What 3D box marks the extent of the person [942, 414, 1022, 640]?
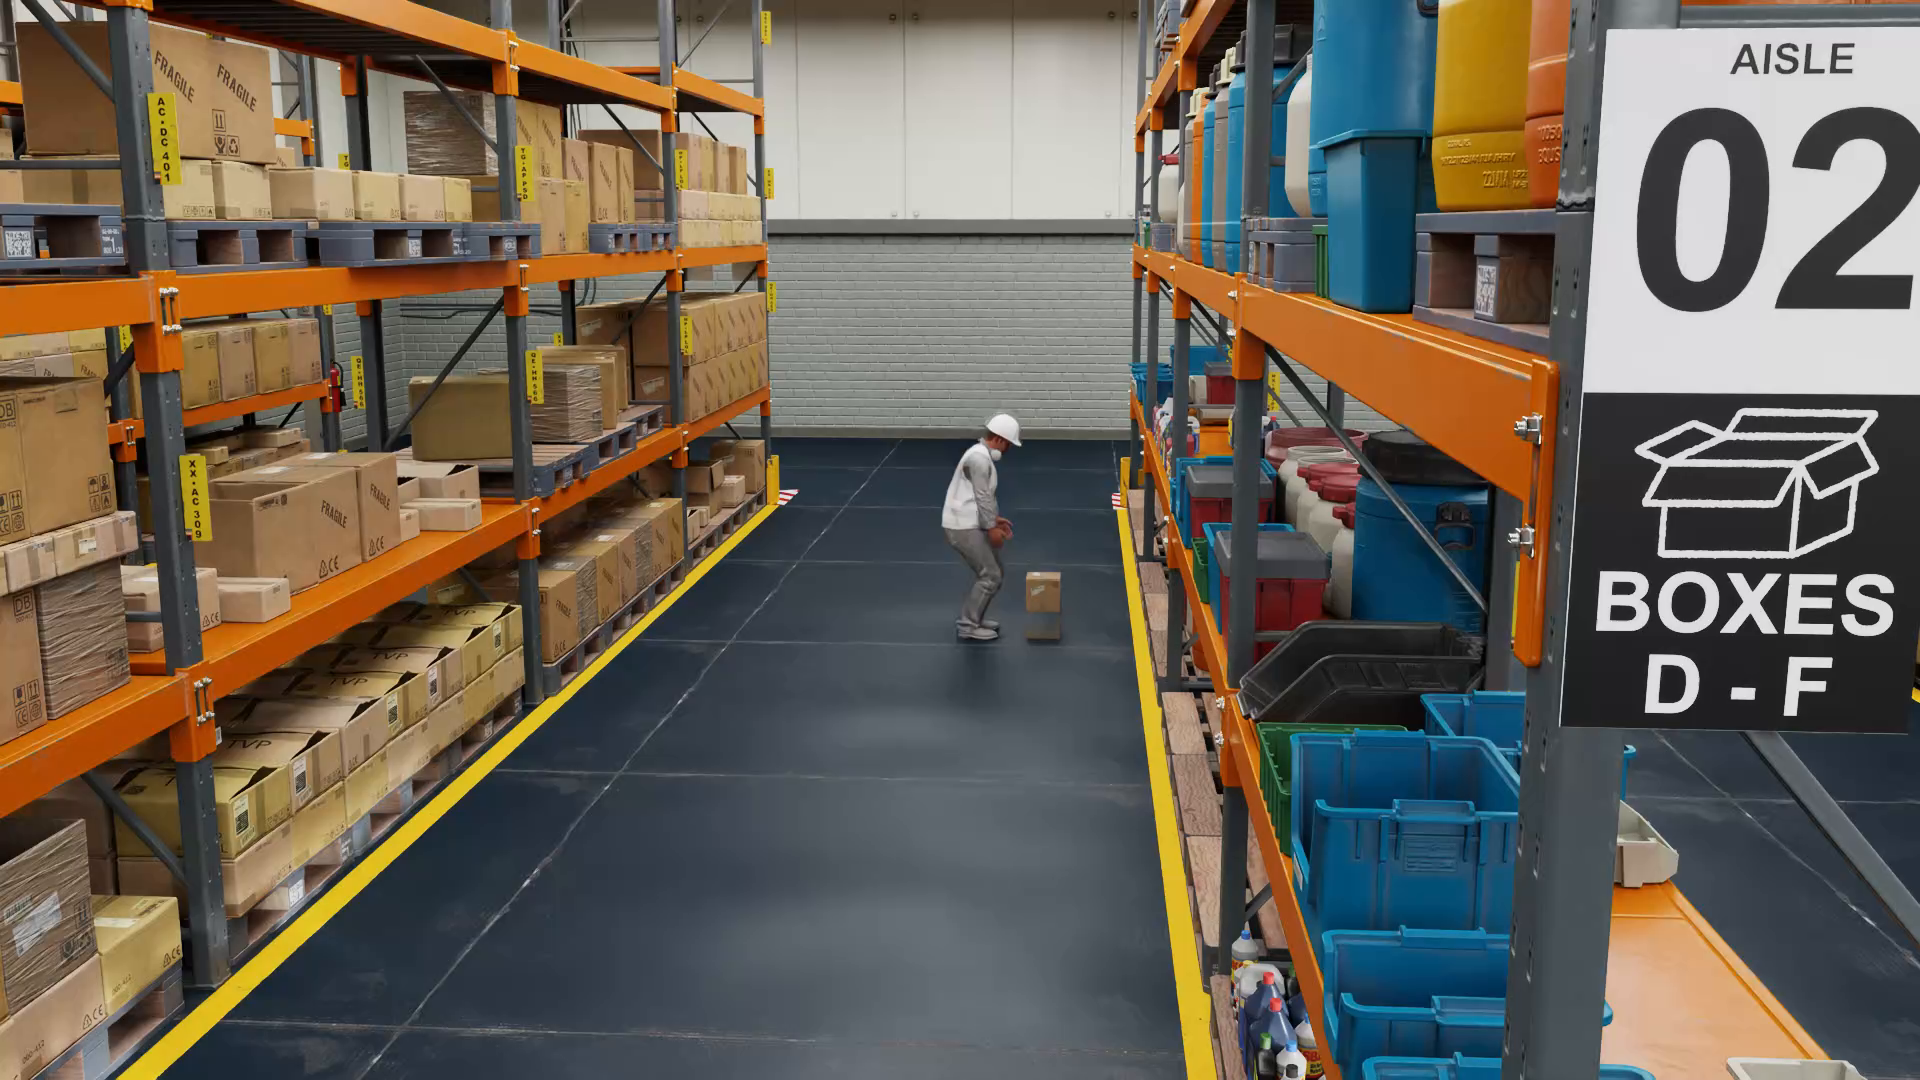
[{"bbox_3d":[0.161,-0.111,12.308,0.581,1.647,0.578,1,11,5],"label":"person"}]
